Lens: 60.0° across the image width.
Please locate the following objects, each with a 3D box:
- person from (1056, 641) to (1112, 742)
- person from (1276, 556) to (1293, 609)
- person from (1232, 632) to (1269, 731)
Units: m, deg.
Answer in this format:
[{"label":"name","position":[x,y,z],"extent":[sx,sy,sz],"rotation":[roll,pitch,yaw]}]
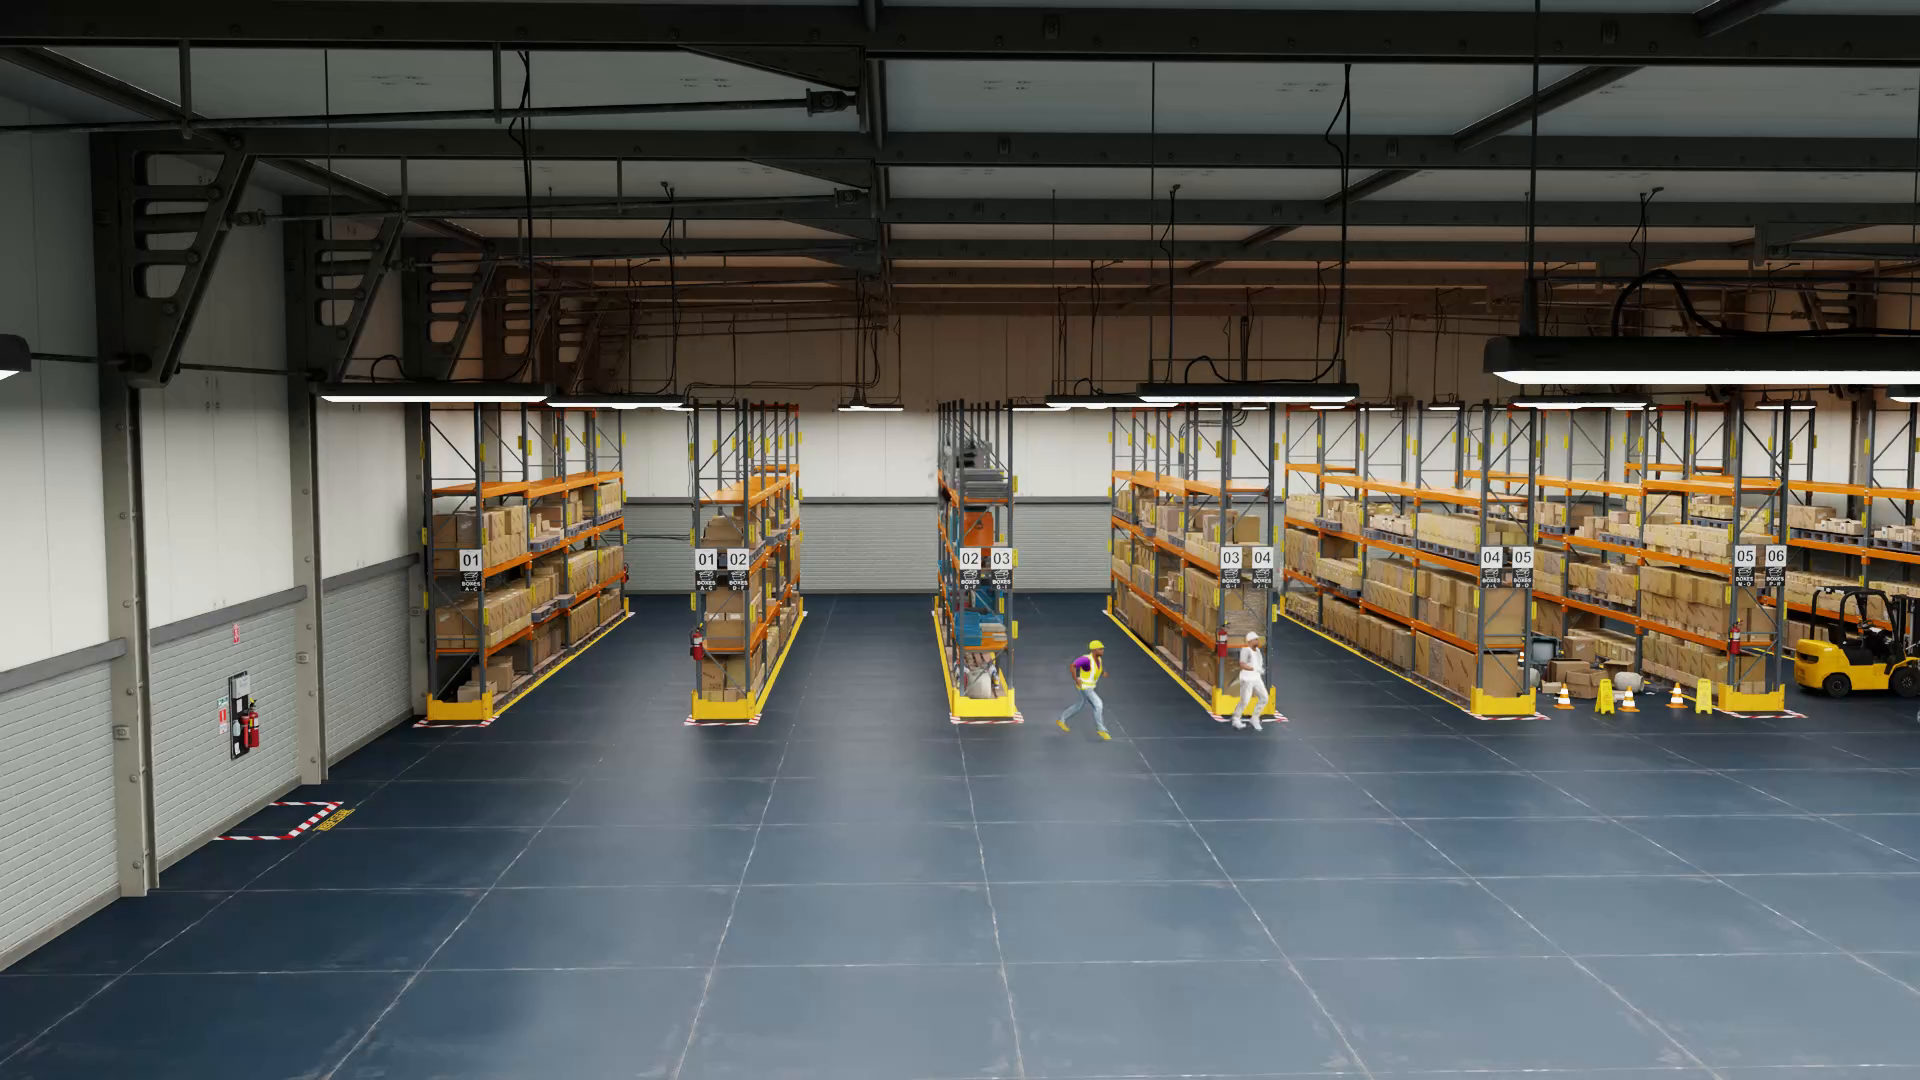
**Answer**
[{"label":"person","position":[2.188,2.638,29.297],"extent":[1.076,1.770,0.699],"rotation":[2,5,21]},{"label":"person","position":[9.570,1.129,48.870],"extent":[0.768,1.808,0.666],"rotation":[-1,4,-12]},{"label":"person","position":[5.277,2.551,29.989],"extent":[0.701,1.802,0.749],"rotation":[-4,6,-45]}]
